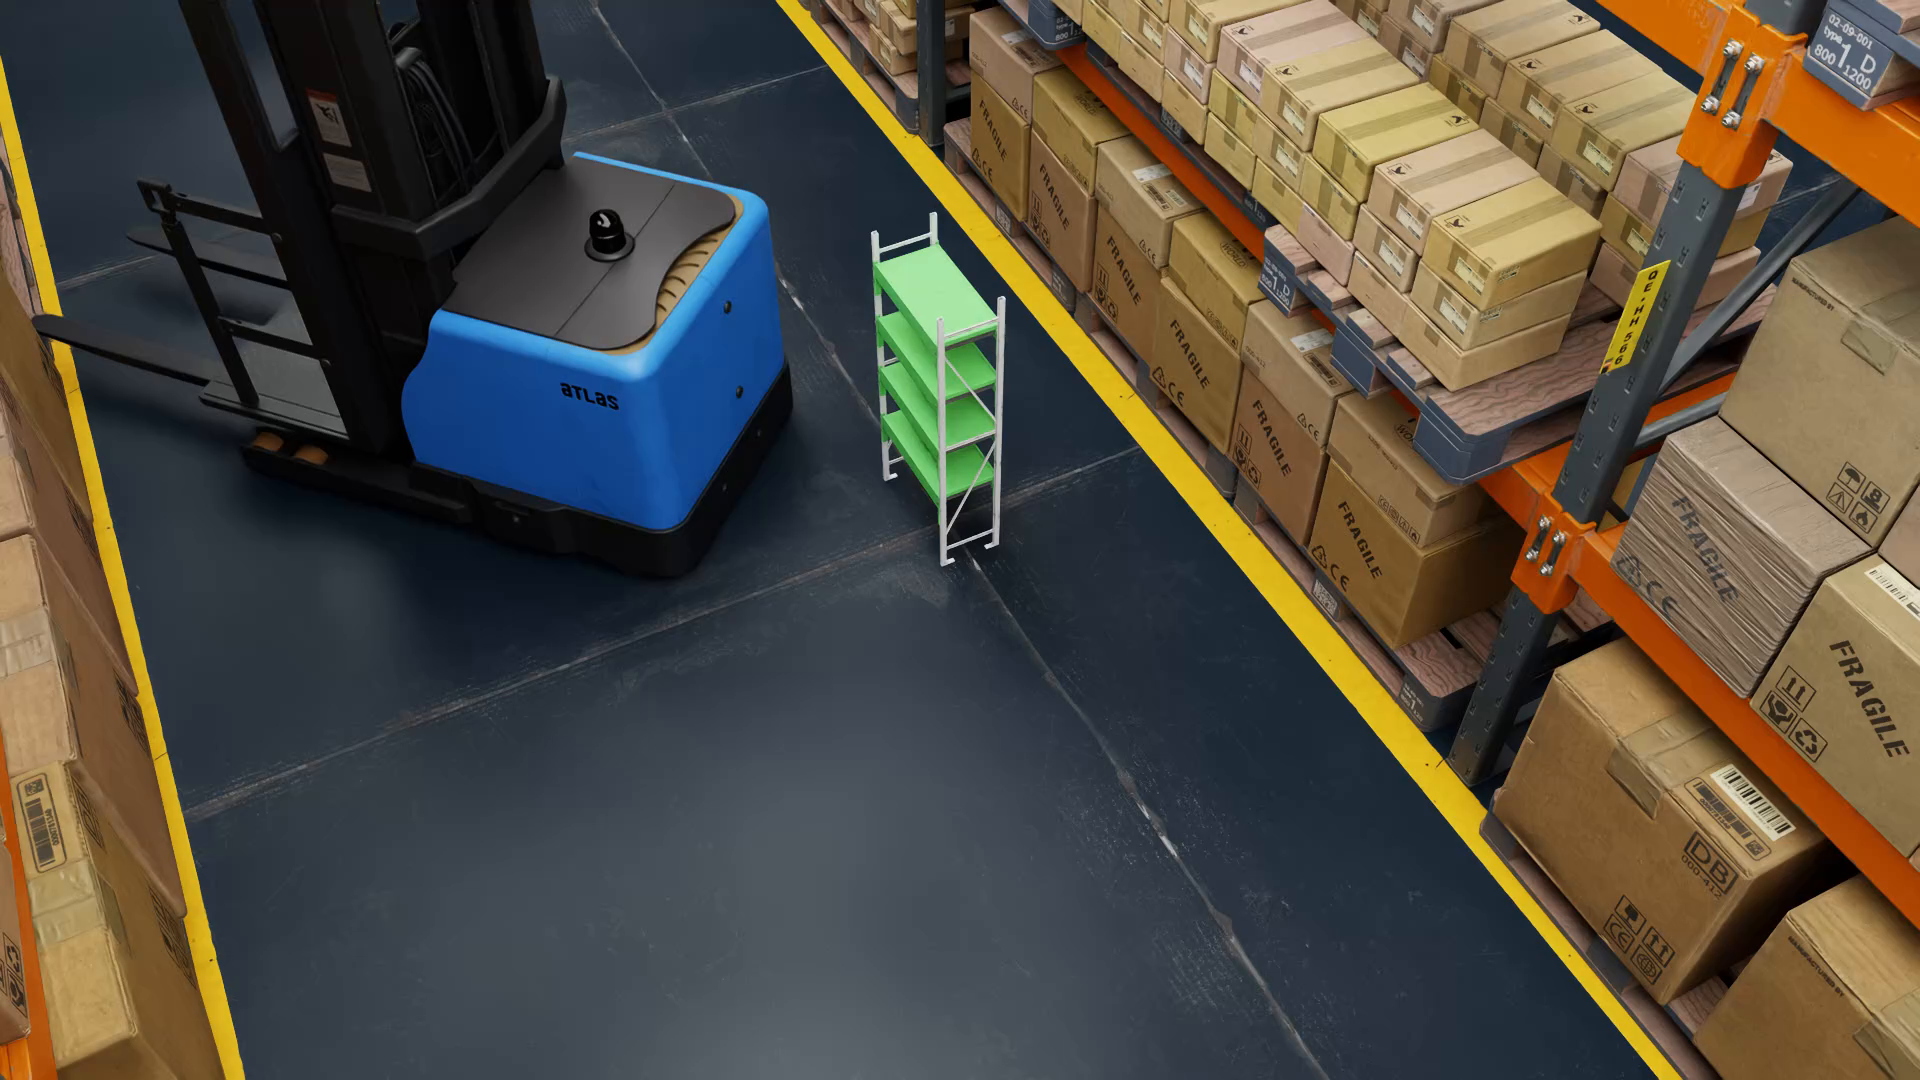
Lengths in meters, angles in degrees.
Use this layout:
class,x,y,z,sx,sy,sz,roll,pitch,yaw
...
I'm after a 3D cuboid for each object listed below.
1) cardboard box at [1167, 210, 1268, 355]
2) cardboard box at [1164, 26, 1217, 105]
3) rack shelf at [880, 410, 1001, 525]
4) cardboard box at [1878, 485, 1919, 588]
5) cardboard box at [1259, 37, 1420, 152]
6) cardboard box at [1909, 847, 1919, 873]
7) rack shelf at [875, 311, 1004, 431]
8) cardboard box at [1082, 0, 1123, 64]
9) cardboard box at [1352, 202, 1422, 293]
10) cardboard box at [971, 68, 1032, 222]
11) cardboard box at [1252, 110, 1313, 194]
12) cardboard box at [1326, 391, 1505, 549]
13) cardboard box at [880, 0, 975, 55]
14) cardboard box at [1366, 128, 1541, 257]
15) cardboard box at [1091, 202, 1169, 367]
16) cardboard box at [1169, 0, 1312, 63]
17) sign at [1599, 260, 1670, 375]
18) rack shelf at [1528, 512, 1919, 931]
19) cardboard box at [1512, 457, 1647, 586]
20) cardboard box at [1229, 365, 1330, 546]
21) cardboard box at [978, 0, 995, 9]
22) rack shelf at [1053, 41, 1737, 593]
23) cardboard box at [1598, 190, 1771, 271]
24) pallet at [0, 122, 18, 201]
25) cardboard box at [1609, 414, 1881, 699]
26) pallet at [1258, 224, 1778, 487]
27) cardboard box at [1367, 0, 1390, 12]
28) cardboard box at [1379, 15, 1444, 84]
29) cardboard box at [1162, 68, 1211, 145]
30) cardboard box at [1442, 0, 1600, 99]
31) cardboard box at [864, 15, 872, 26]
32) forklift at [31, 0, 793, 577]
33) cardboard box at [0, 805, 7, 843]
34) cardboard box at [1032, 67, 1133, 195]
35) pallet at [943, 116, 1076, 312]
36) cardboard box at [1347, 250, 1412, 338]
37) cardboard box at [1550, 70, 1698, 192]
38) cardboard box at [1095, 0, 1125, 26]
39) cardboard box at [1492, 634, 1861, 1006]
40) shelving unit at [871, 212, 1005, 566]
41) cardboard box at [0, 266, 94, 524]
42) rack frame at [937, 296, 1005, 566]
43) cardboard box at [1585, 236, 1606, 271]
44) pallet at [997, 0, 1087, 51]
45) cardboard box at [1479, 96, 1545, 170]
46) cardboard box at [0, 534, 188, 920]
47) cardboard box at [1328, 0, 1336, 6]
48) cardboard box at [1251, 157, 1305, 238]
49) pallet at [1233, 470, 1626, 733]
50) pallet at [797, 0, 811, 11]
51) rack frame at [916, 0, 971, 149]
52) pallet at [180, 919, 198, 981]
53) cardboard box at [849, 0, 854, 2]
class,x,y,z,sx,sy,sz,roll,pitch,yaw
cardboard box,1.099,-0.981,5.999,0.500,0.250,0.500,-20,52,-17
cardboard box,0.882,-1.562,5.313,0.380,0.149,0.250,-20,52,-17
rack shelf,-0.076,-0.306,6.124,0.258,0.148,0.480,-21,52,-18
cardboard box,2.534,-0.092,3.607,0.700,0.500,0.500,-22,52,-18
cardboard box,1.114,-1.315,4.900,0.380,0.149,0.250,-20,52,-16
cardboard box,2.536,0.666,3.609,0.500,0.500,0.500,-21,52,-18
rack shelf,-0.076,-0.622,5.763,0.258,0.148,0.480,-21,52,-18
cardboard box,0.648,-1.810,5.729,0.380,0.149,0.250,-22,52,-18
cardboard box,1.350,-0.877,4.715,0.380,0.149,0.250,-19,52,-16
cardboard box,0.377,-1.778,7.194,0.500,0.500,0.500,-19,52,-16
cardboard box,1.113,-1.220,5.015,0.380,0.149,0.250,-21,52,-17
cardboard box,1.559,-0.302,5.404,0.500,0.250,0.500,-22,52,-18
cardboard box,-0.153,-2.448,7.816,0.380,0.149,0.250,-20,52,-17
cardboard box,1.360,-0.962,4.592,0.380,0.149,0.250,-22,52,-18
cardboard box,0.872,-1.079,6.583,0.500,0.500,0.500,-20,52,-17
cardboard box,0.883,-1.660,5.201,0.380,0.149,0.250,-19,51,-16
sign,1.626,-0.534,4.007,0.100,0.325,0.005,-21,52,-18
rack shelf,3.020,1.204,3.682,1.077,0.370,4.000,-21,52,-18
cardboard box,2.008,-0.248,5.856,0.500,0.500,0.500,-23,53,-19
cardboard box,1.337,-0.386,5.977,0.500,0.500,0.500,-19,52,-16
cardboard box,0.272,-2.781,8.305,0.380,0.149,0.250,-20,52,-16
rack shelf,1.189,-1.474,6.024,1.077,0.370,4.000,-21,52,-18
cardboard box,2.062,-0.918,4.750,0.380,0.149,0.250,-19,52,-16
pallet,-5.023,-1.844,7.722,1.003,0.211,1.213,-21,52,-18
cardboard box,2.070,-0.011,4.201,0.500,0.500,0.500,-21,52,-17
pallet,1.684,-0.749,5.040,1.213,0.211,1.003,-21,52,-18
cardboard box,1.463,-1.878,5.393,0.380,0.149,0.250,-20,52,-16
cardboard box,1.582,-1.612,5.357,0.380,0.149,0.250,-21,52,-17
cardboard box,0.888,-1.460,5.422,0.380,0.149,0.250,-20,52,-16
cardboard box,1.711,-1.521,5.081,0.380,0.149,0.250,-23,53,-19
cardboard box,-0.253,-2.597,8.143,0.380,0.149,0.250,-20,52,-17
forklift,-2.237,-1.528,5.639,3.031,2.935,1.130,16,51,13
cardboard box,-2.570,0.473,3.777,0.500,0.500,0.500,-22,53,-18
cardboard box,0.623,-1.670,6.601,0.500,0.250,0.500,-20,52,-17
pallet,0.632,-1.610,7.518,1.003,0.211,1.213,-21,52,-18
cardboard box,1.358,-0.766,4.815,0.380,0.149,0.250,-21,52,-18
cardboard box,1.940,-1.178,4.780,0.380,0.149,0.250,-22,53,-18
cardboard box,0.650,-1.904,5.613,0.380,0.149,0.250,-22,52,-18
cardboard box,2.303,0.669,4.888,1.050,0.750,0.750,-22,52,-18
shelving unit,-0.076,-0.506,5.895,0.258,1.200,0.503,-21,52,-18
cardboard box,-3.872,-0.426,5.762,1.225,0.875,0.875,-21,52,-17
rack frame,0.036,-0.342,5.752,0.240,1.200,0.015,-21,52,-18
cardboard box,1.957,-0.976,4.999,0.380,0.149,0.250,-19,51,-16
pallet,0.495,-2.424,6.505,1.003,0.211,1.213,-21,52,-18
cardboard box,1.811,-1.276,5.064,0.380,0.149,0.250,-23,53,-19
cardboard box,-3.050,0.762,4.723,1.225,0.875,0.875,-21,52,-17
cardboard box,1.344,-1.959,5.661,0.380,0.149,0.250,-19,52,-16
cardboard box,1.129,-1.106,5.113,0.380,0.149,0.250,-22,52,-18
pallet,1.748,0.023,6.090,1.003,0.211,1.213,-21,52,-18
pallet,-0.627,-3.386,9.071,1.003,0.211,1.213,-21,52,-18
rack frame,0.274,-3.049,6.924,1.000,3.000,0.127,-21,52,-18
pallet,-2.646,1.633,4.681,1.003,0.211,1.213,-21,52,-18
cardboard box,-0.426,-2.798,8.122,0.380,0.149,0.250,-23,53,-19
